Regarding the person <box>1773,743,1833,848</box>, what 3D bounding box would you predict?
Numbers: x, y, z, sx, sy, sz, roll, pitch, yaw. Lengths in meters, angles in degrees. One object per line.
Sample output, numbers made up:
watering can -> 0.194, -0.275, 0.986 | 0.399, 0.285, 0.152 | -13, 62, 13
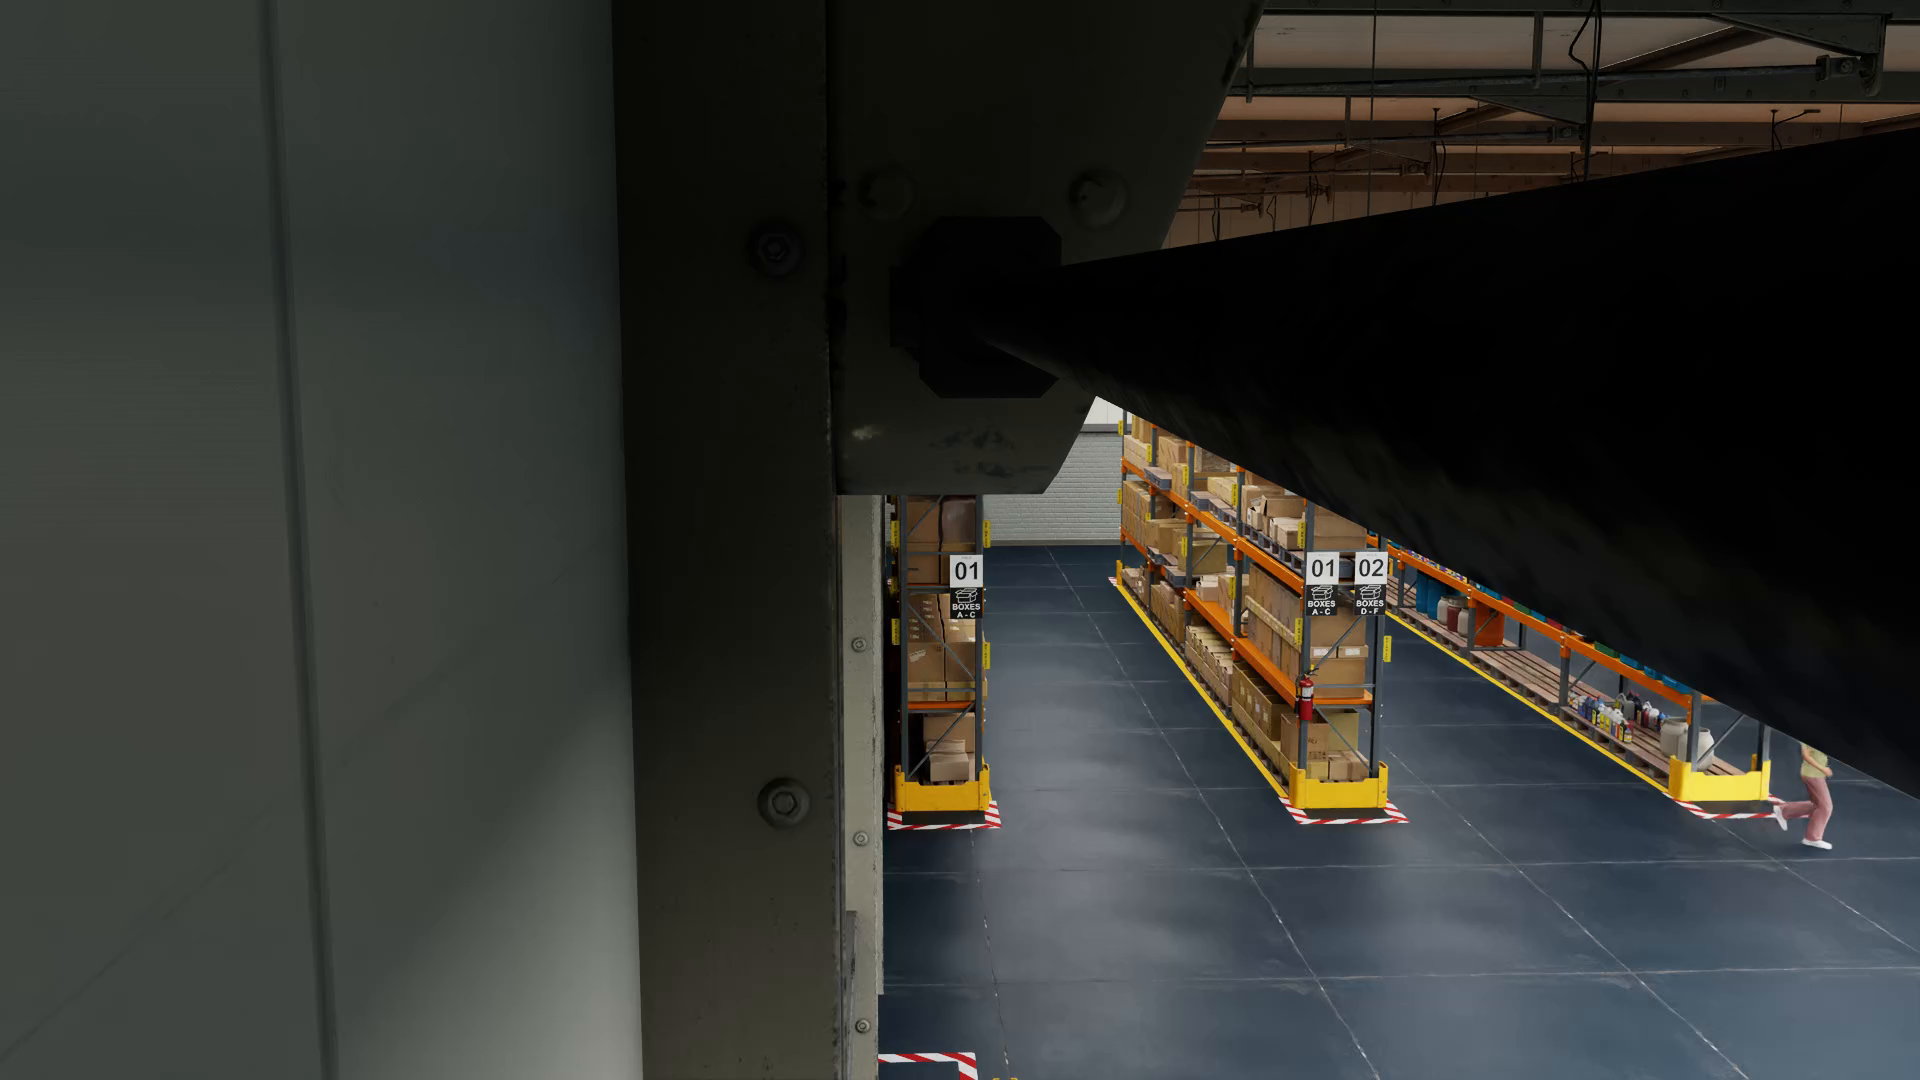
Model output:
person -> 9.806, 2.719, 19.262 | 0.644, 1.638, 0.619 | 5, 10, 32
